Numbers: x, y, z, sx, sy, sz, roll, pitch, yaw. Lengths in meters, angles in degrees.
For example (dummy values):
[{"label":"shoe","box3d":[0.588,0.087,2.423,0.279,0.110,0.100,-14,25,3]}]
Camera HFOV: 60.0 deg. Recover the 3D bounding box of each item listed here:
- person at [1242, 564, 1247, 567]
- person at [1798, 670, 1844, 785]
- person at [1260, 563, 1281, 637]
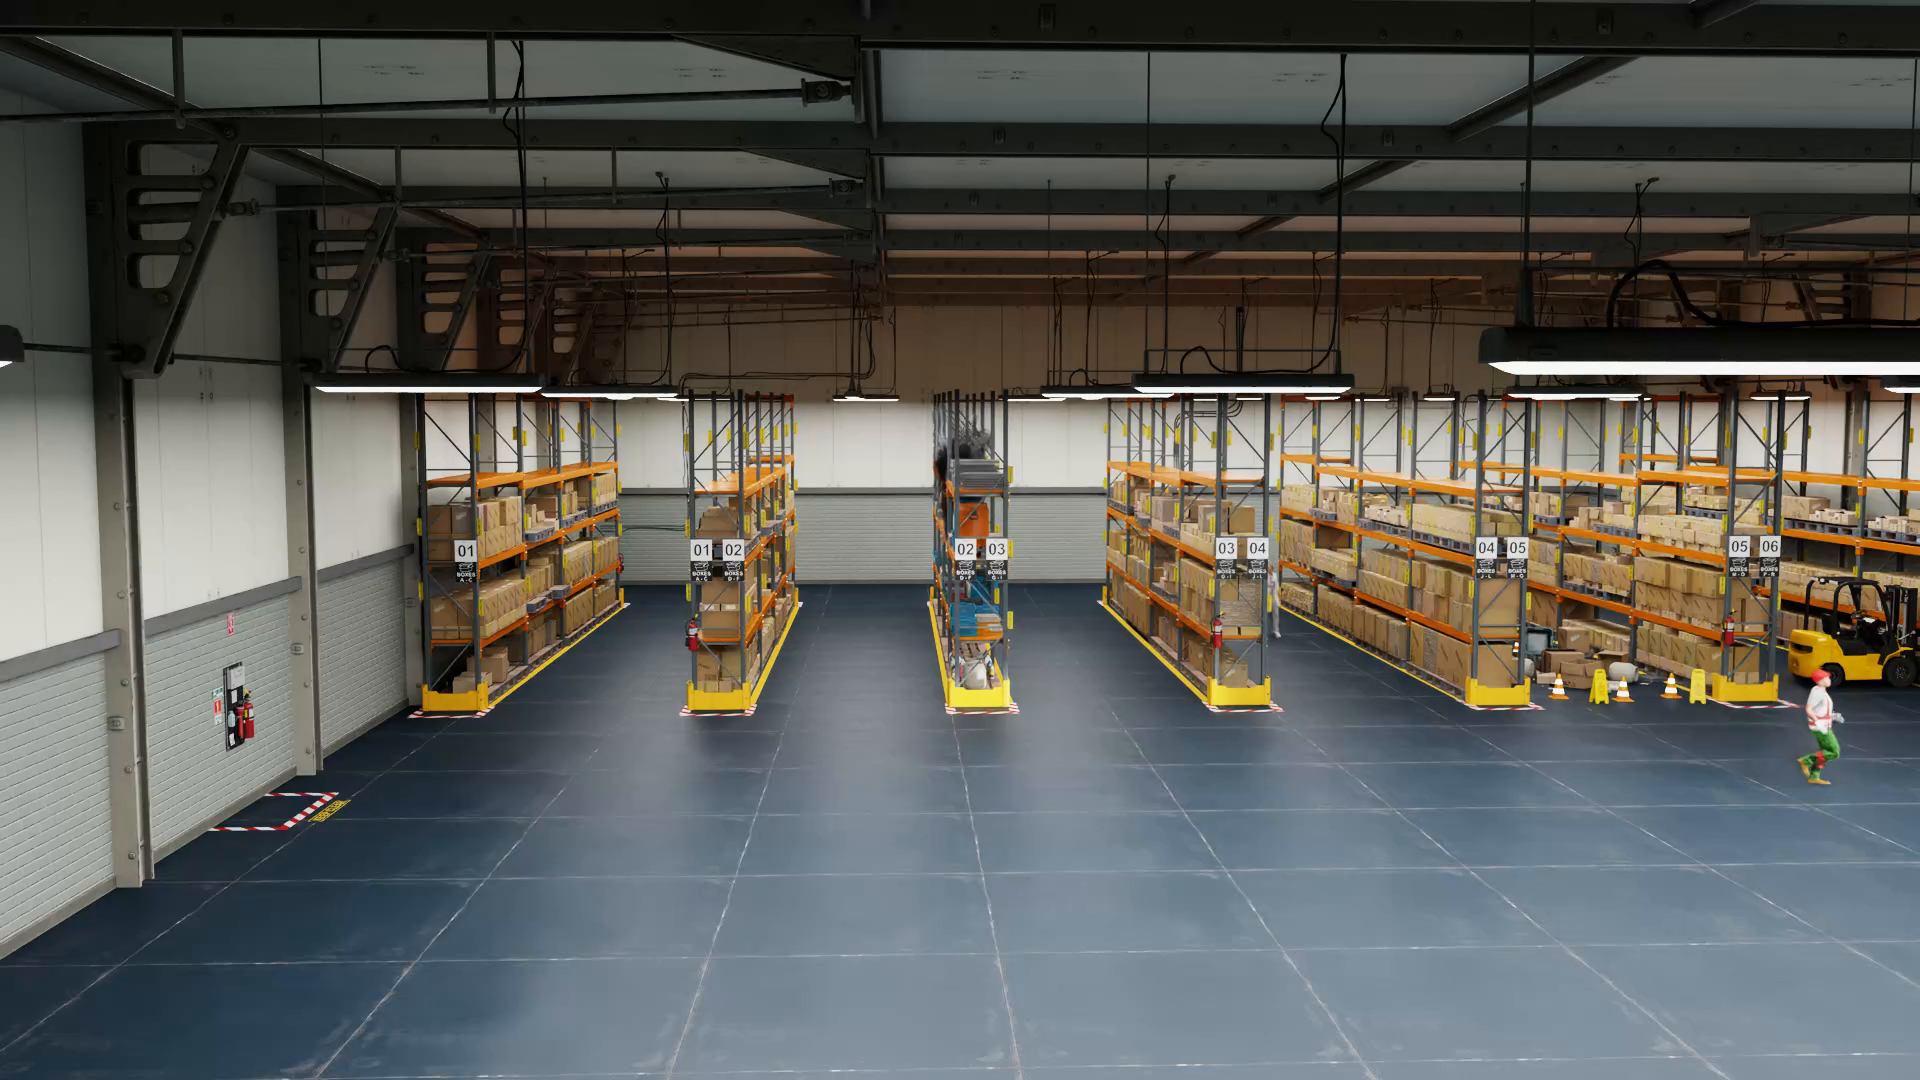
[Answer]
[{"label":"person","box3d":[7.844,1.009,47.761,0.828,1.606,0.627,2,5,22]},{"label":"person","box3d":[12.959,2.817,25.013,0.593,1.738,0.660,3,5,29]},{"label":"person","box3d":[7.629,1.455,41.035,0.701,1.790,0.950,-1,5,-15]}]
